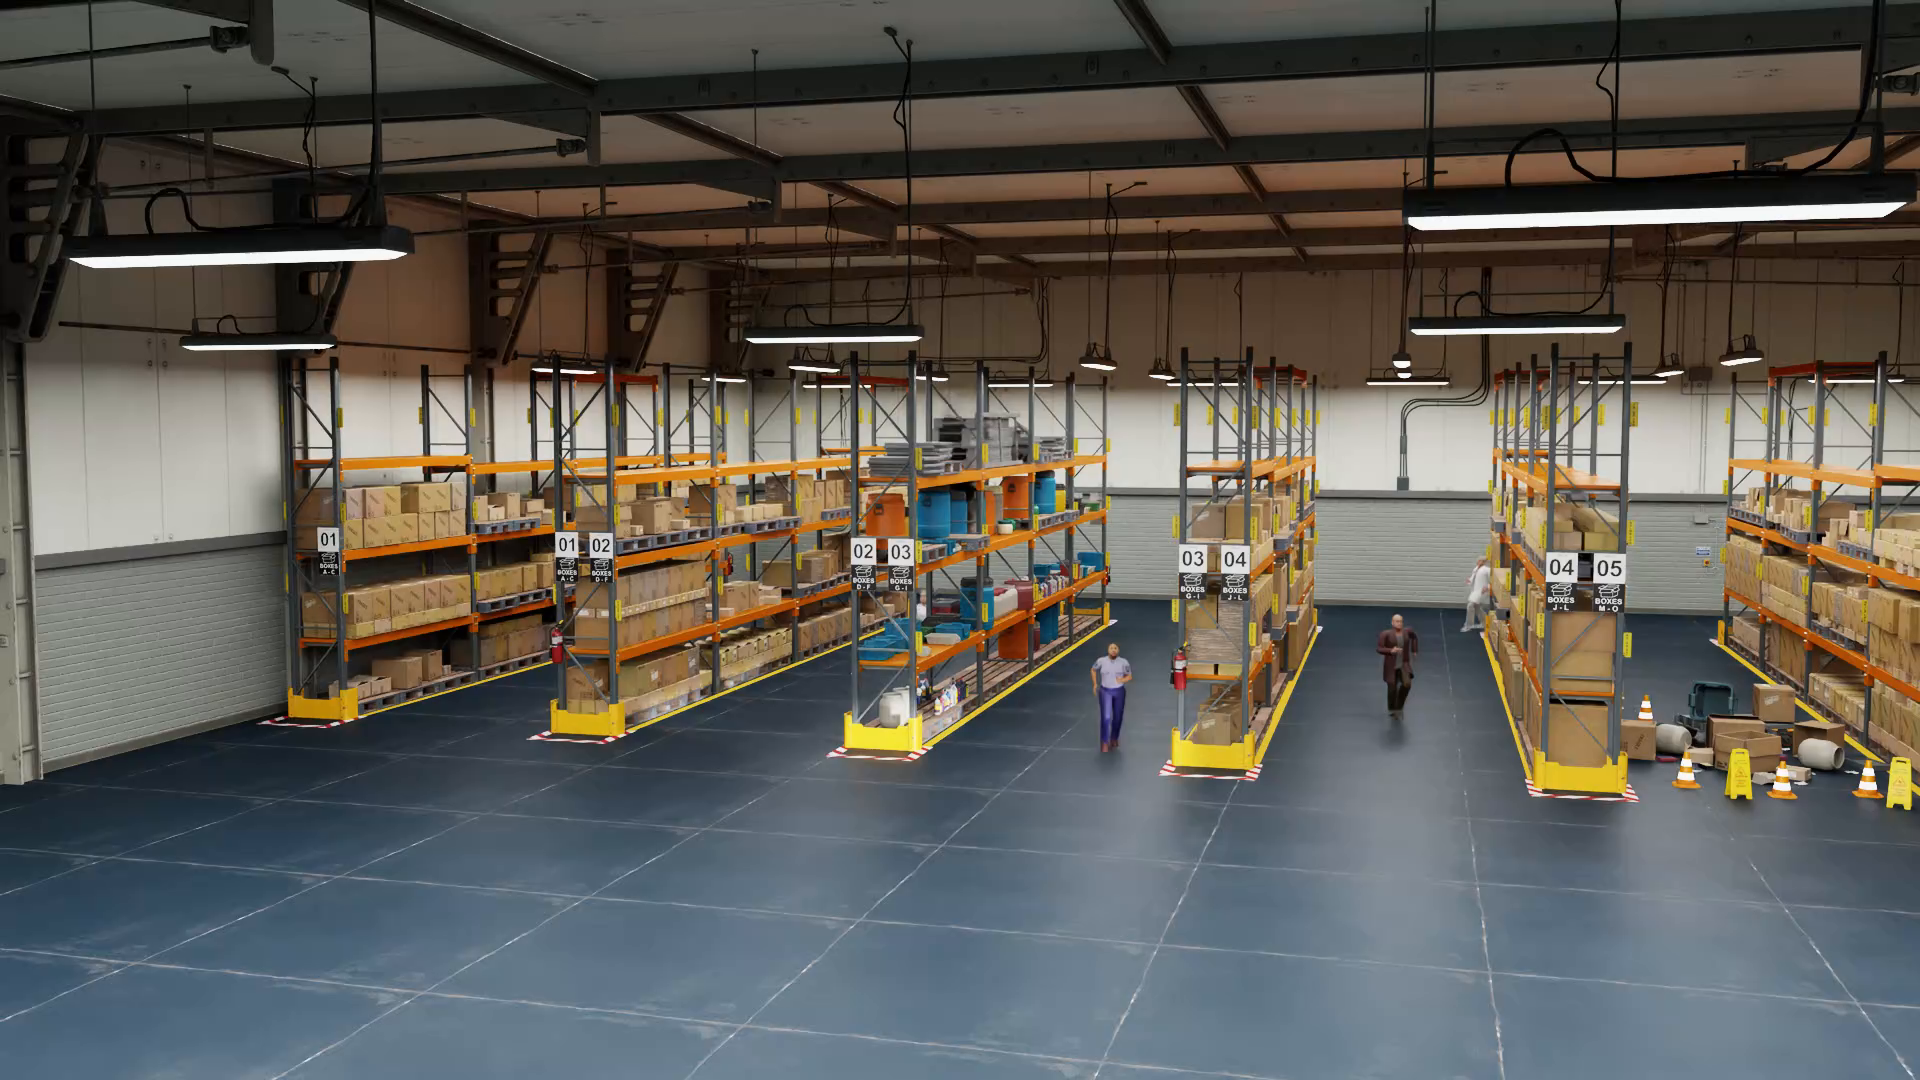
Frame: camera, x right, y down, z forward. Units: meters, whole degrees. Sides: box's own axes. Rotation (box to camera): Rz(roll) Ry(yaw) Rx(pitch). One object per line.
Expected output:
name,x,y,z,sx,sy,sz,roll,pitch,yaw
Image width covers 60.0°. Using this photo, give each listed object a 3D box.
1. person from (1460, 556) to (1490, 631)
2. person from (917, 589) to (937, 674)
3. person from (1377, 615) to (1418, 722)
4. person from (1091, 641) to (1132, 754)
person,12.160,1.275,38.939,0.782,1.826,0.767,-1,4,-8
person,-0.690,1.800,32.511,0.623,1.665,0.540,1,4,13
person,7.230,2.102,27.456,0.746,1.767,0.883,0,4,0
person,2.280,2.360,24.943,0.579,1.691,0.717,0,4,-2
